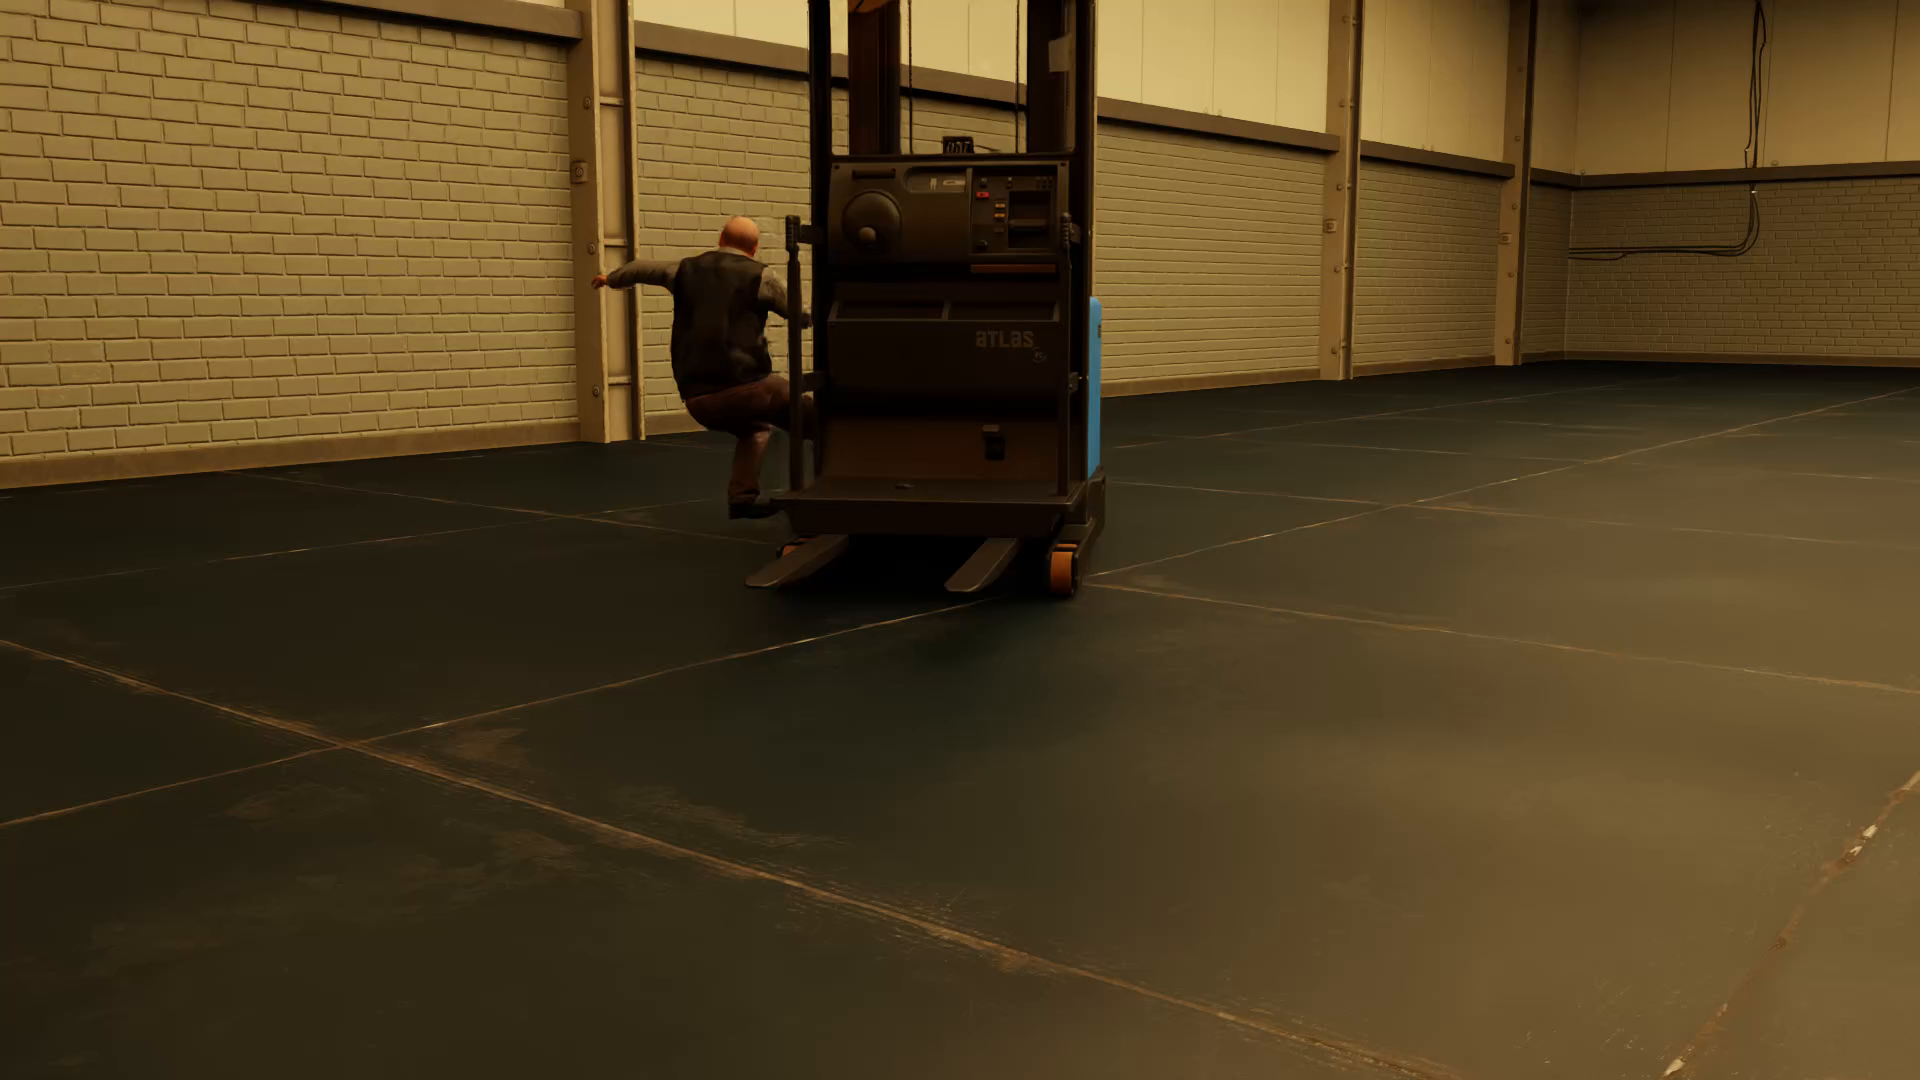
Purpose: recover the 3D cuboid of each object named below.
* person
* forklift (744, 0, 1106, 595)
[{"bbox_3d":[-1.023,-0.767,7.685,1.577,1.438,0.793,2,9,15],"label":"person"},{"bbox_3d":[-0.076,-1.303,6.187,1.130,2.935,3.031,1,8,9],"label":"forklift"}]
